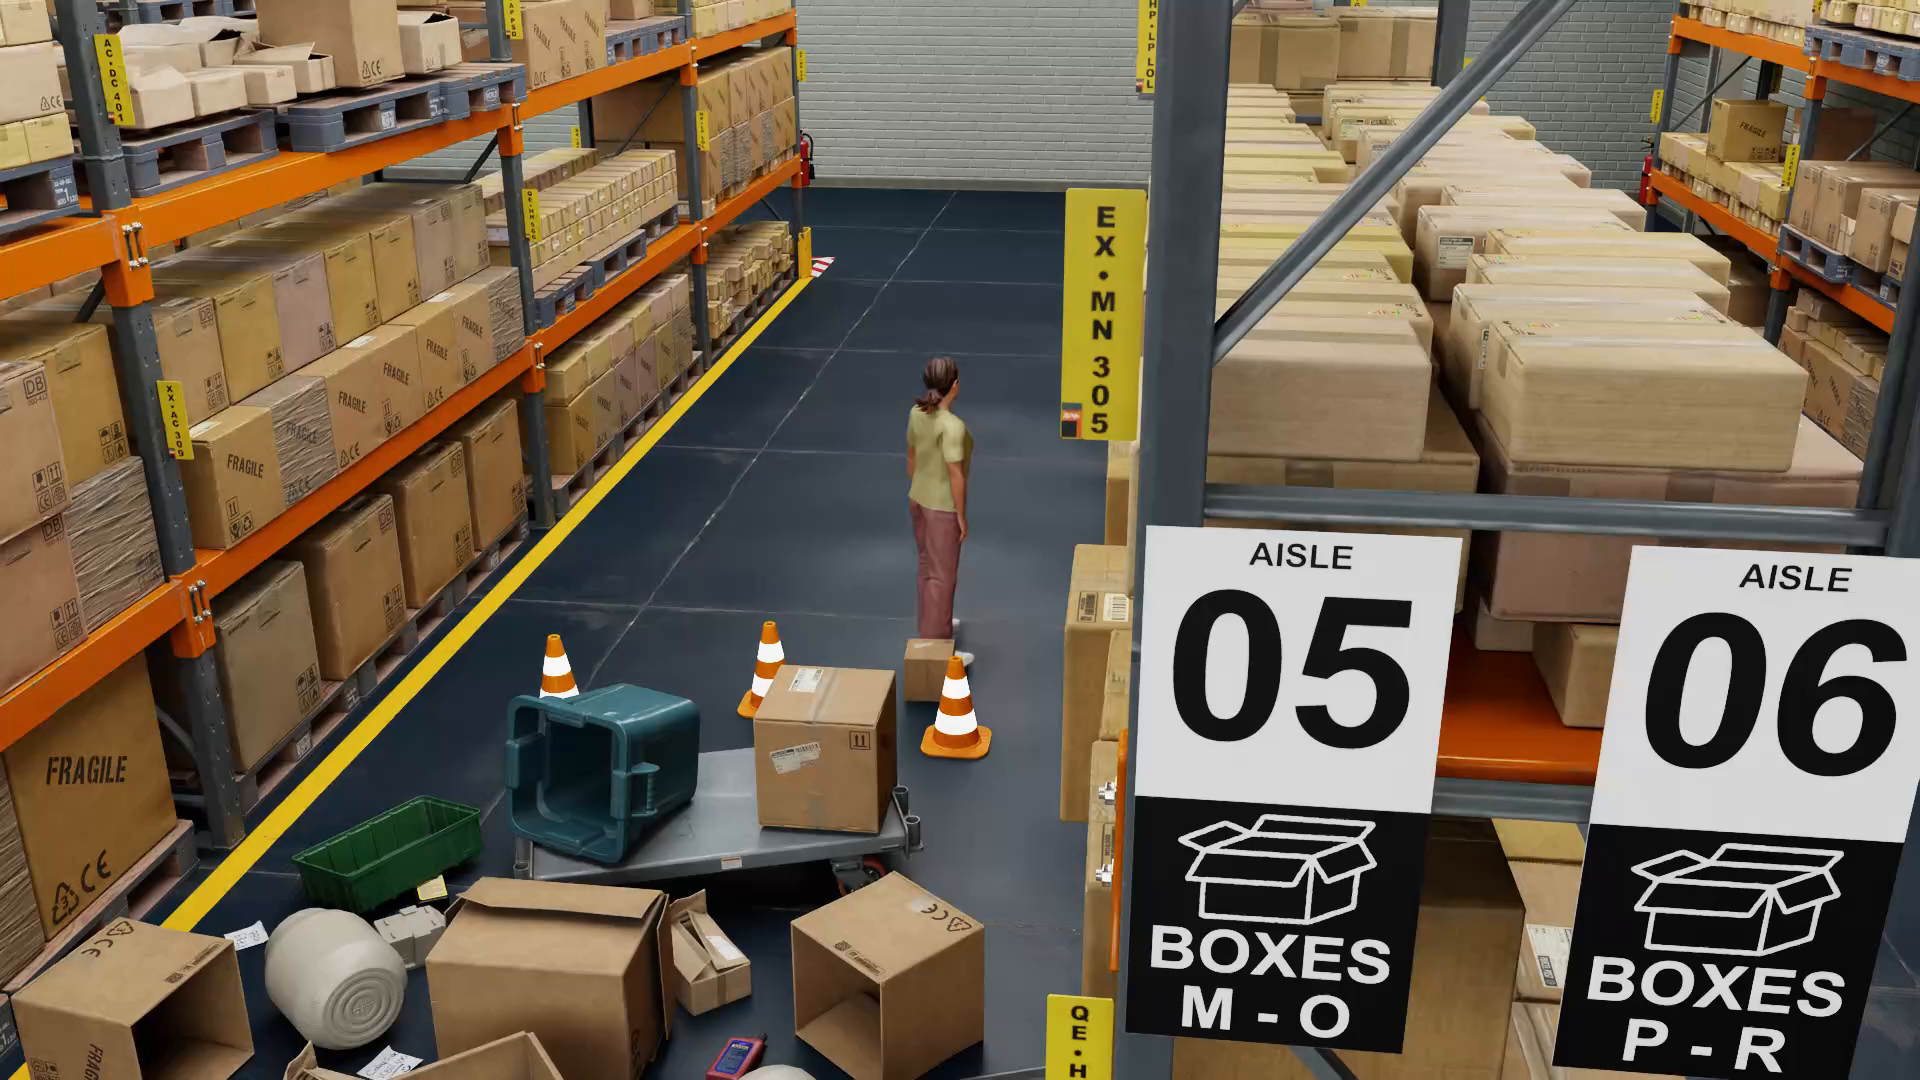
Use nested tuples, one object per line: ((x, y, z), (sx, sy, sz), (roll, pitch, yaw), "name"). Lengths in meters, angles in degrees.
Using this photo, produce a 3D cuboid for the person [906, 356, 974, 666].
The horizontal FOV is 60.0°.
((-0.087, -0.169, 8.953), (0.429, 1.674, 0.519), (-13, 25, -30), "person")
